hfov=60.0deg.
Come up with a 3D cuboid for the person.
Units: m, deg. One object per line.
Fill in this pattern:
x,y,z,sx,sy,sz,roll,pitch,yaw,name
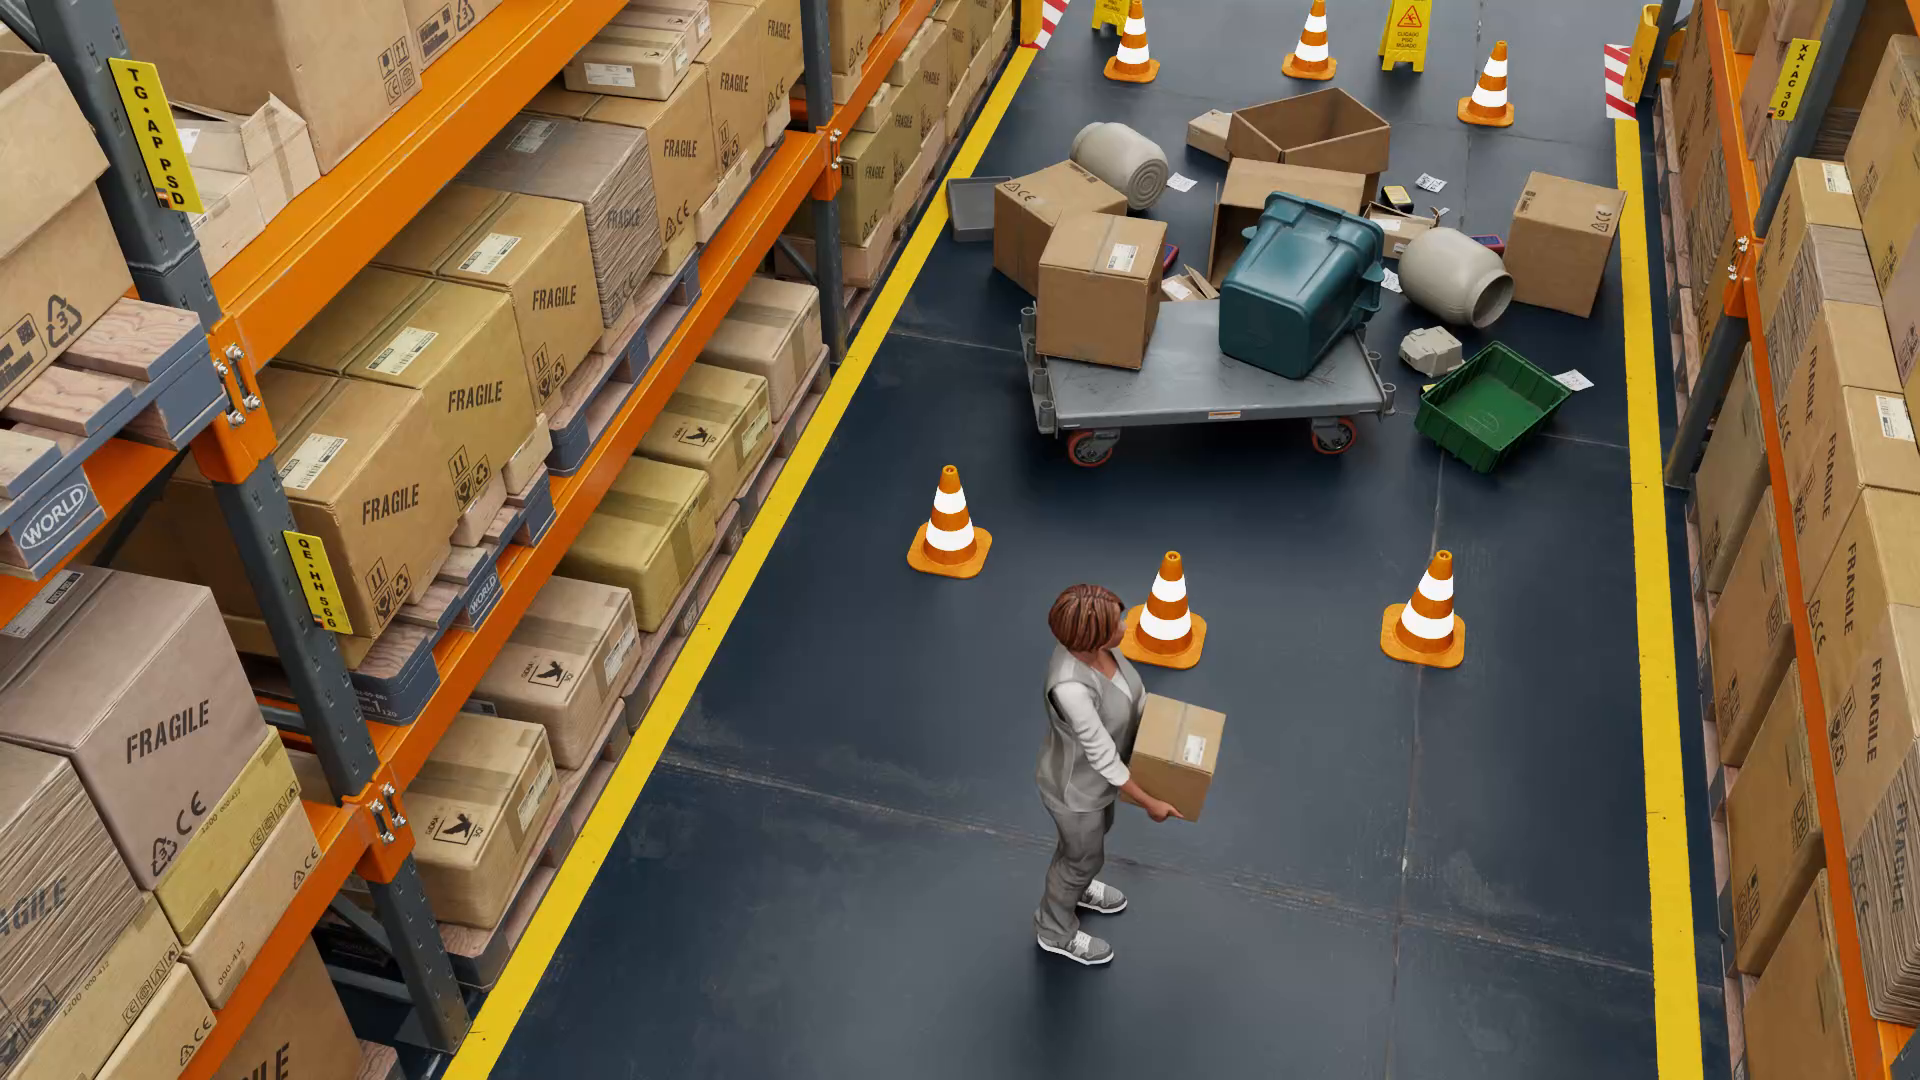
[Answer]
0.483,0.770,5.309,0.489,1.586,0.405,11,43,12,person
